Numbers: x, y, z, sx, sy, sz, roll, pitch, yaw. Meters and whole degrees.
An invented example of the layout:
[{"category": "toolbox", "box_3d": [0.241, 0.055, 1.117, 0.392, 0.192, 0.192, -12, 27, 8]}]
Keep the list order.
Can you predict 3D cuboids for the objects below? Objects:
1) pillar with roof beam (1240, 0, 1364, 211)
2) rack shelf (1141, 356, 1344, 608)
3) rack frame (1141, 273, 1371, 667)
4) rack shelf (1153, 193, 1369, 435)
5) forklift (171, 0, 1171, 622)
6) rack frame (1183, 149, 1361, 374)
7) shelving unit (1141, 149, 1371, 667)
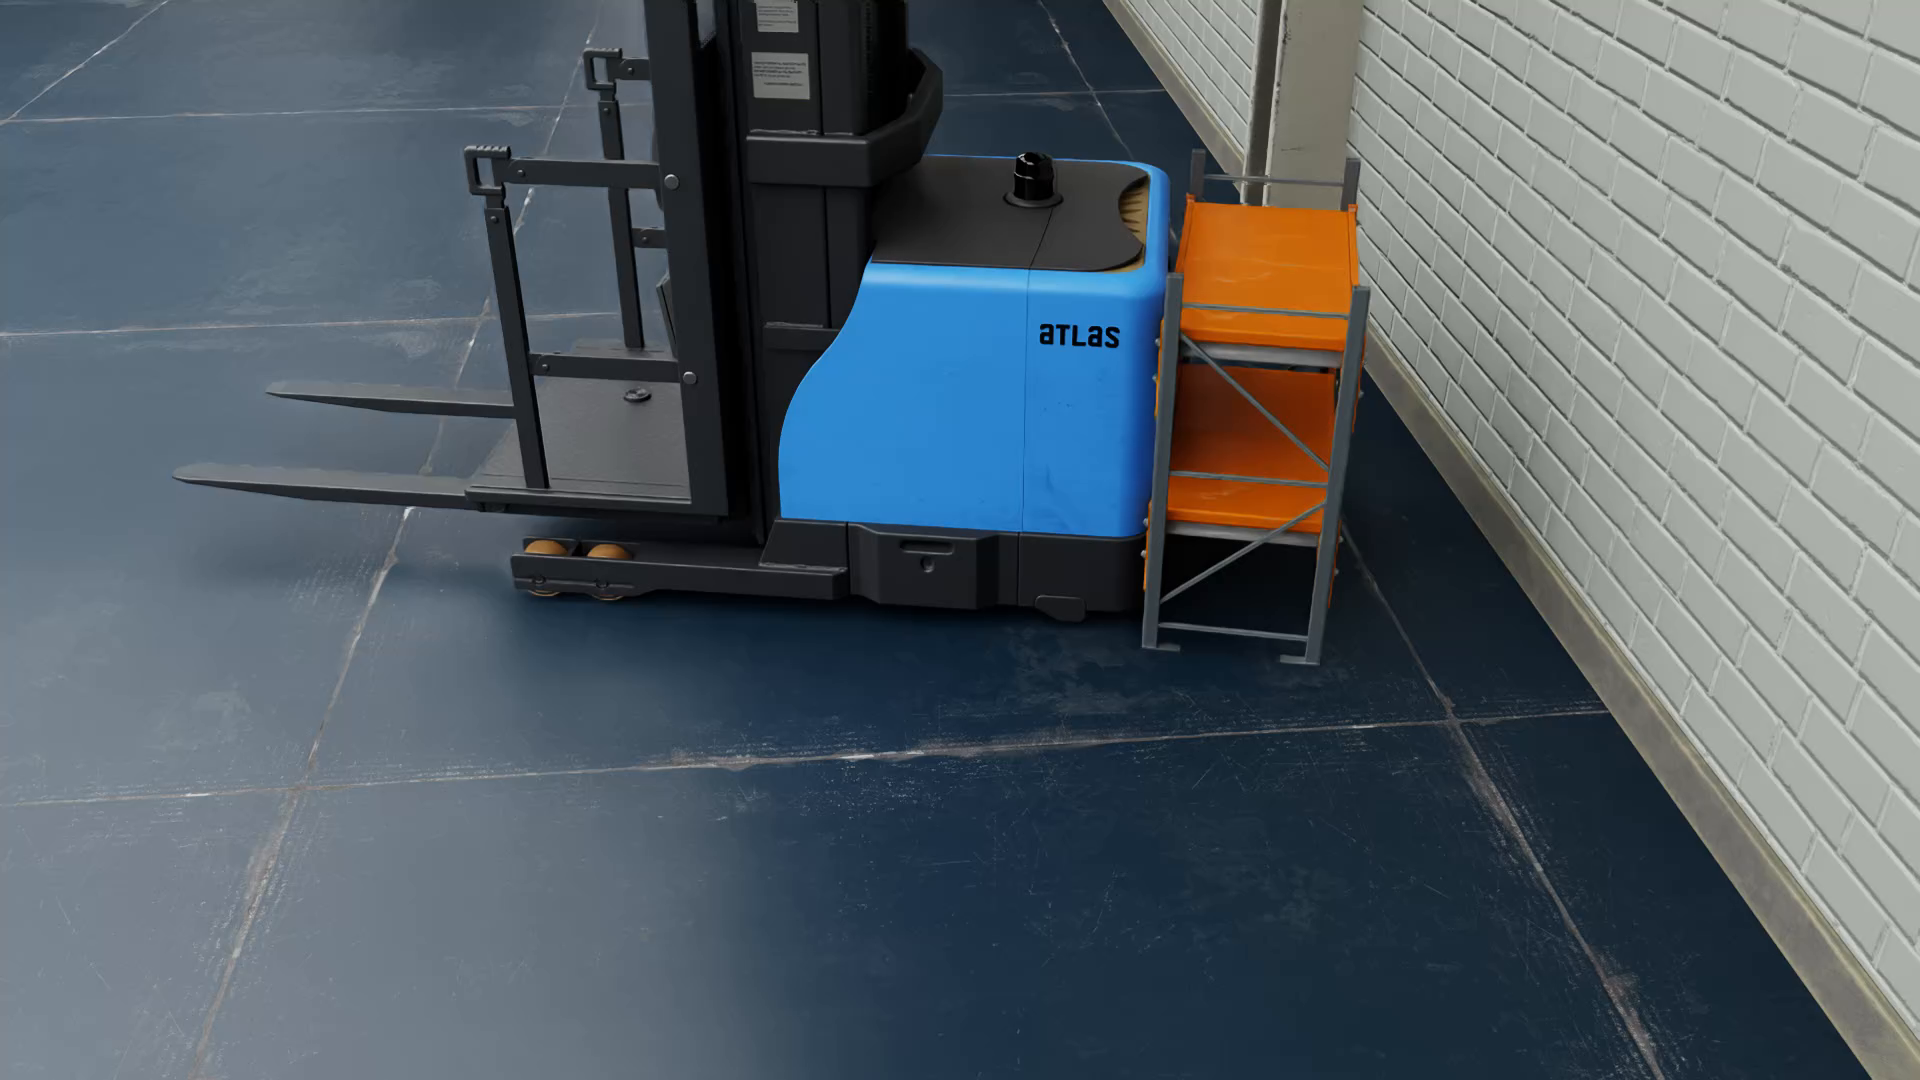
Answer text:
[{"category": "pillar with roof beam", "box_3d": [-2.933, -4.720, 4.377, 9.100, 9.000, 0.400, -3, 31, -5]}, {"category": "rack shelf", "box_3d": [0.856, -0.206, 4.974, 0.538, 0.278, 1.000, 5, 31, 9]}, {"category": "rack frame", "box_3d": [0.765, -0.159, 4.420, 0.500, 1.125, 0.032, 5, 31, 9]}, {"category": "rack shelf", "box_3d": [0.856, -0.667, 4.699, 0.538, 0.278, 1.000, 5, 31, 9]}, {"category": "forklift", "box_3d": [-0.900, -1.342, 4.638, 3.031, 2.935, 1.130, 3, 31, 6]}, {"category": "rack frame", "box_3d": [0.948, -0.672, 5.278, 0.500, 1.125, 0.032, 5, 31, 9]}, {"category": "shelving unit", "box_3d": [0.856, -0.416, 4.849, 0.538, 1.125, 1.048, 5, 31, 9]}]
